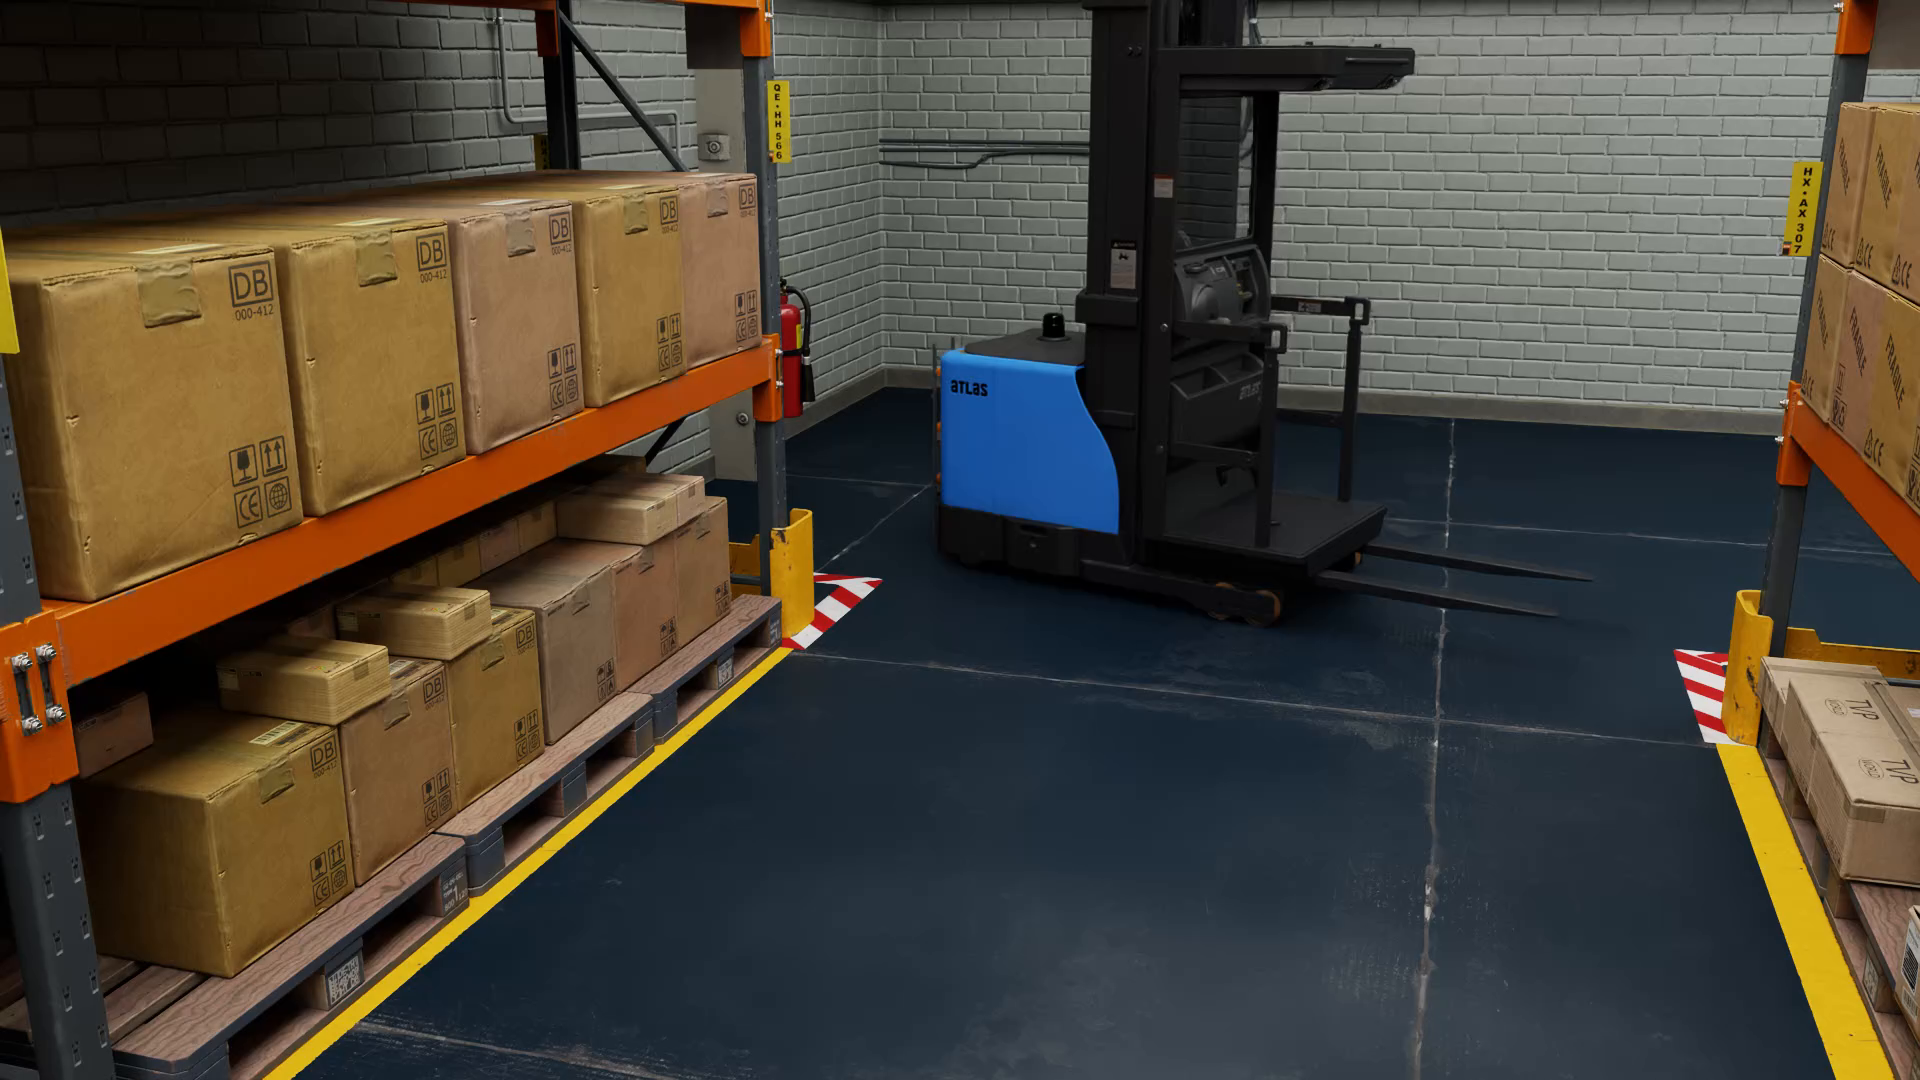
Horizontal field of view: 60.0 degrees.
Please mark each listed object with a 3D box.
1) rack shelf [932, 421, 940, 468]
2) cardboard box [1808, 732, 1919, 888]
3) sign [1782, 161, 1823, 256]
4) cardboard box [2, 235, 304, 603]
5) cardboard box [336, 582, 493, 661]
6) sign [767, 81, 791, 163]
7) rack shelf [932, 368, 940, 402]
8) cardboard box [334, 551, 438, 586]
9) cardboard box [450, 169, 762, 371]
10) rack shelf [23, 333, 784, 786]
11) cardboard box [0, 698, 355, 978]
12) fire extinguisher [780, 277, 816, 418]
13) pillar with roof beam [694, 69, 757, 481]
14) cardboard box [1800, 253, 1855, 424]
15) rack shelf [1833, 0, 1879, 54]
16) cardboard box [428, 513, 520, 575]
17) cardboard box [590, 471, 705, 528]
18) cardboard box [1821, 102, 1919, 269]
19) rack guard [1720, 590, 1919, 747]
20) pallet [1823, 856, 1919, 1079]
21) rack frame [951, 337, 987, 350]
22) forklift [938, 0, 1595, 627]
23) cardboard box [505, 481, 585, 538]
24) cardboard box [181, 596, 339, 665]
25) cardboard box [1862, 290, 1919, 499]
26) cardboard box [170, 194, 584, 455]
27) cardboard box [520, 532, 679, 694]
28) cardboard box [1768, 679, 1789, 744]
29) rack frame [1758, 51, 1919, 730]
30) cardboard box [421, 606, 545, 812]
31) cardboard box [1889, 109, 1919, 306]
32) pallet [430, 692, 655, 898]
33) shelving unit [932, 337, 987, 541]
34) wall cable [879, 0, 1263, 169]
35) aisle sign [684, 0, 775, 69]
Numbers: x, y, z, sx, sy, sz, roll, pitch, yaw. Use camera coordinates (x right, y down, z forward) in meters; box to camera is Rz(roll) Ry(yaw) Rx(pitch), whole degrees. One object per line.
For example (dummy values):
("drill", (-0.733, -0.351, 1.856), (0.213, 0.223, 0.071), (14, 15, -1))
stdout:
("rack shelf", (-0.002, -0.513, 8.752), (0.215, 0.259, 0.240), (7, 17, 22))
("cardboard box", (2.779, 0.787, 4.792), (0.500, 0.250, 0.500), (5, 16, 16))
("sign", (2.969, -1.165, 5.853), (0.100, 0.325, 0.005), (5, 16, 16))
("cardboard box", (-2.228, -0.328, 3.939), (0.980, 0.700, 0.700), (5, 17, 17))
("cardboard box", (-1.667, 0.246, 5.089), (0.380, 0.149, 0.250), (4, 16, 14))
("sign", (-0.745, -1.715, 6.822), (0.100, 0.325, 0.005), (5, 16, 16))
("rack shelf", (-0.001, -0.786, 8.675), (0.215, 0.259, 0.240), (7, 17, 22))
("cardboard box", (-1.951, 0.140, 5.463), (0.380, 0.149, 0.250), (4, 16, 15))
("cardboard box", (-1.397, -1.100, 6.660), (0.980, 0.700, 0.700), (5, 17, 18))
("rack shelf", (-1.830, -0.220, 5.427), (1.077, 0.370, 4.000), (5, 16, 16))
("cardboard box", (-2.087, 0.770, 4.430), (0.700, 0.500, 0.500), (5, 17, 17))
("fire extinguisher", (-0.776, -0.877, 7.248), (0.296, 0.674, 0.183), (5, 16, 16))
("pillar with roof beam", (2.804, -4.415, 7.905), (9.100, 9.000, 0.400), (5, 16, 16))
("cardboard box", (3.110, -0.659, 5.472), (0.500, 0.500, 0.500), (5, 17, 17))
("rack shelf", (2.921, -1.280, 3.667), (1.077, 0.370, 4.000), (5, 16, 16))
("cardboard box", (-1.807, 0.006, 5.933), (0.380, 0.149, 0.250), (5, 17, 17))
("cardboard box", (-1.226, -0.162, 6.528), (0.380, 0.149, 0.250), (4, 16, 15))
("cardboard box", (3.110, -1.140, 5.336), (0.500, 0.500, 0.500), (5, 17, 18))
("rack guard", (3.468, 0.516, 6.094), (1.175, 0.500, 0.348), (5, 16, 16))
("pallet", (2.893, 1.182, 4.276), (1.003, 0.211, 1.213), (5, 16, 16))
("rack frame", (0.046, -0.554, 8.858), (0.200, 1.050, 0.008), (7, 17, 22))
("forklift", (1.397, -1.184, 7.633), (3.031, 2.935, 1.130), (10, 19, 32))
("cardboard box", (-1.664, -0.126, 6.398), (0.380, 0.149, 0.250), (5, 16, 16))
("cardboard box", (-2.097, 0.273, 4.992), (0.380, 0.149, 0.250), (4, 16, 14))
("cardboard box", (2.823, -0.392, 4.532), (0.500, 0.500, 0.500), (5, 16, 16))
("cardboard box", (-1.818, -0.710, 5.285), (0.980, 0.700, 0.700), (4, 16, 13))
("cardboard box", (-1.506, 0.233, 6.323), (0.700, 0.500, 0.500), (5, 16, 16))
("cardboard box", (2.970, 0.593, 5.627), (0.380, 0.166, 0.250), (5, 16, 16))
("rack frame", (3.489, -0.706, 5.823), (1.000, 3.000, 0.127), (5, 16, 16))
("cardboard box", (-1.793, 0.504, 5.365), (0.700, 0.500, 0.500), (5, 17, 17))
("cardboard box", (2.822, -0.872, 4.391), (0.500, 0.500, 0.500), (5, 17, 17))
("pallet", (-1.762, 0.785, 5.674), (1.003, 0.211, 1.213), (5, 16, 16))
("shelving unit", (-0.002, -0.523, 8.749), (0.215, 1.050, 0.252), (7, 17, 22))
("wall cable", (0.689, -3.934, 11.898), (3.097, 2.526, 0.112), (5, 16, 16))
("aisle sign", (-0.953, -2.336, 6.803), (0.394, 0.787, 0.004), (5, 16, 16))
